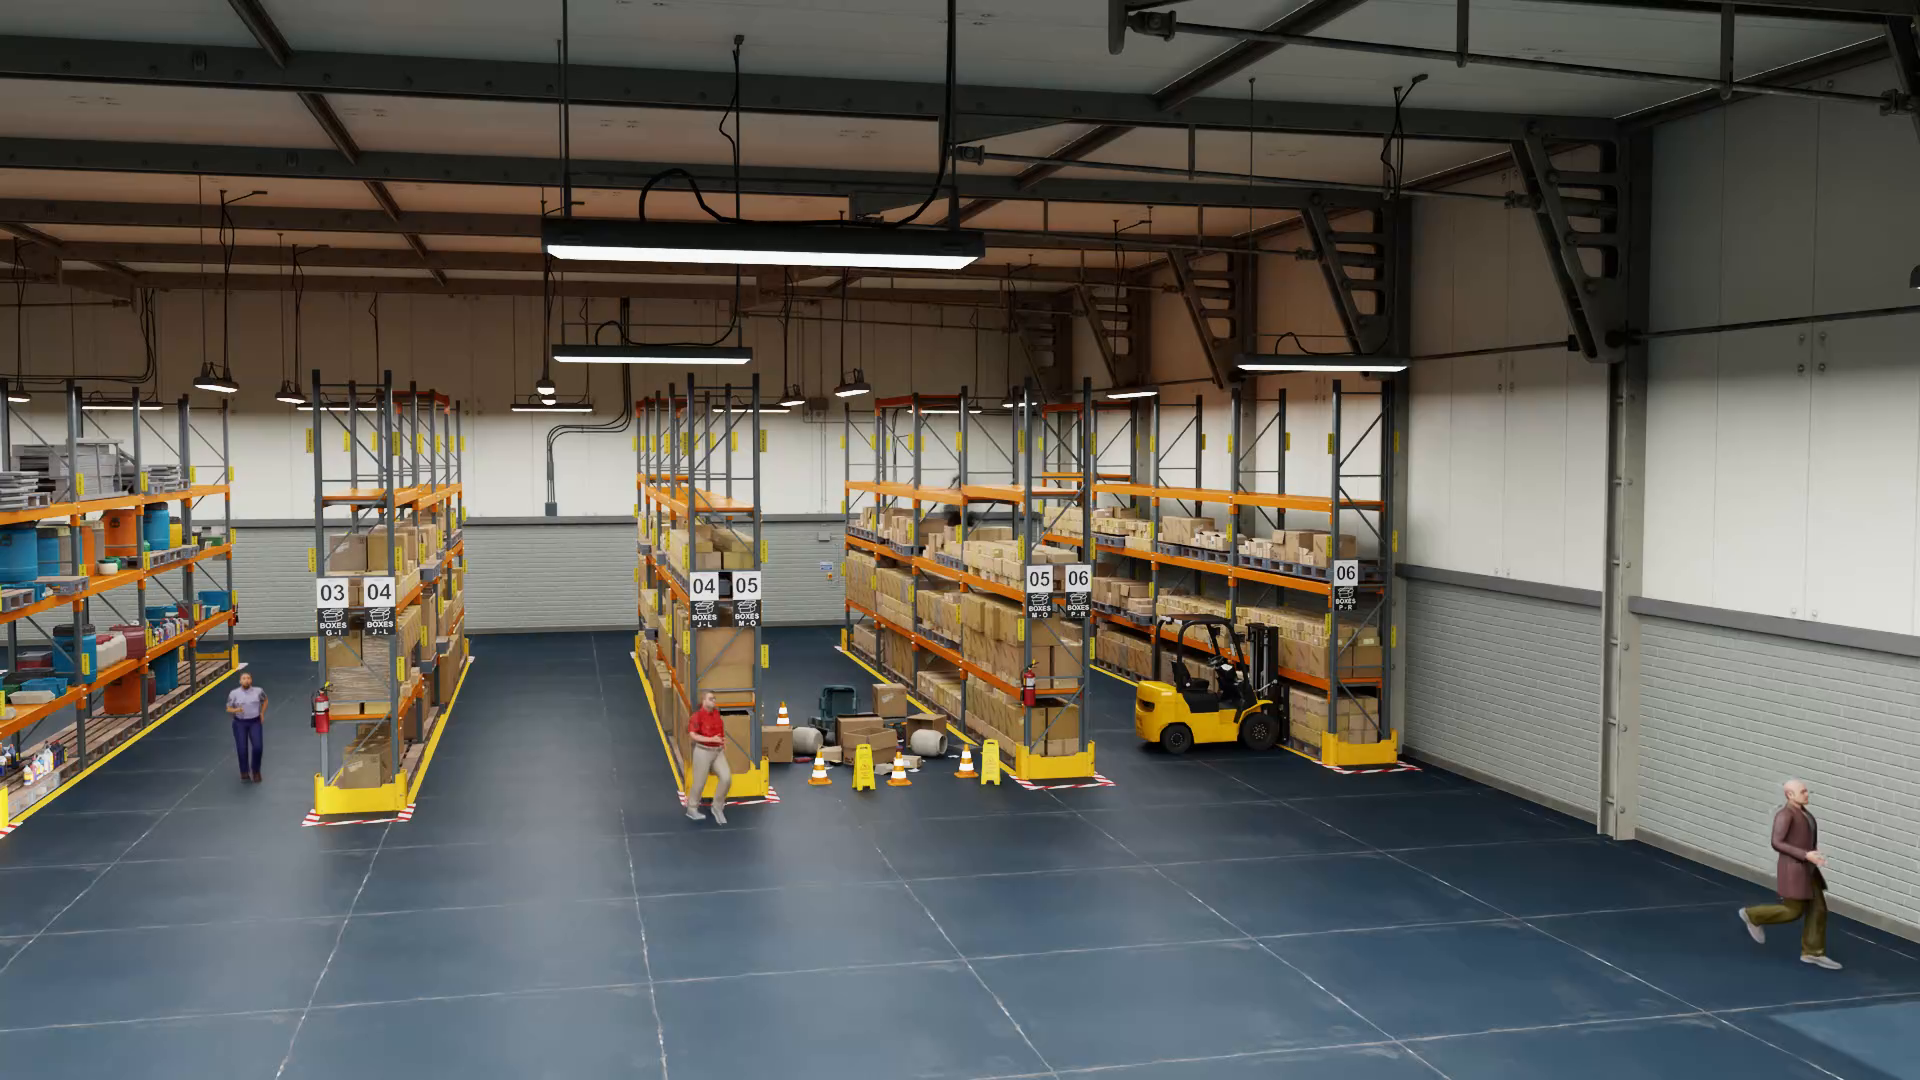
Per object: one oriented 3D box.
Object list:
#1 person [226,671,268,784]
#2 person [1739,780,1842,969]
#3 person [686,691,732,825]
[{"bbox_3d":[-10.497,2.777,24.527,0.586,1.676,0.661,-2,4,-26],"label":"person"},{"bbox_3d":[8.060,3.193,16.078,0.709,1.762,0.945,-3,4,-40],"label":"person"},{"bbox_3d":[-3.295,2.881,21.938,0.692,1.779,0.677,3,4,41],"label":"person"}]
